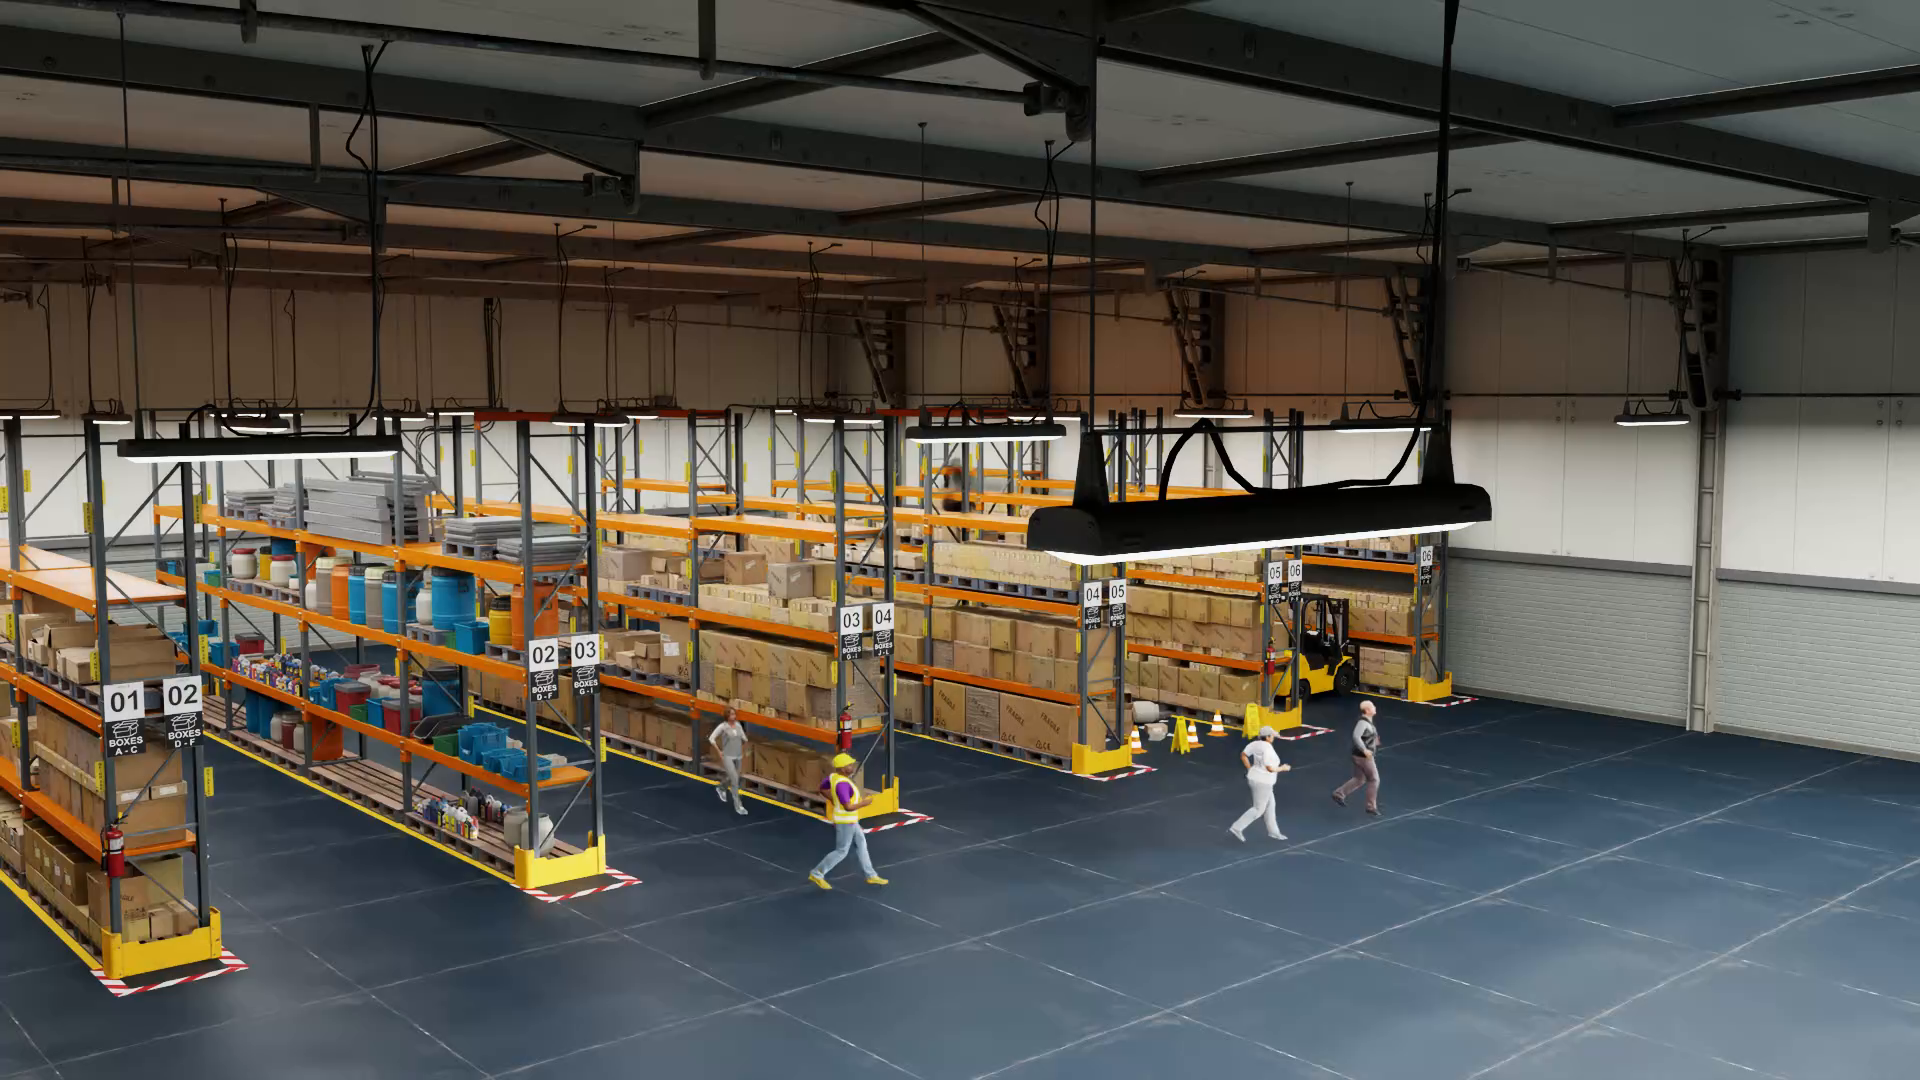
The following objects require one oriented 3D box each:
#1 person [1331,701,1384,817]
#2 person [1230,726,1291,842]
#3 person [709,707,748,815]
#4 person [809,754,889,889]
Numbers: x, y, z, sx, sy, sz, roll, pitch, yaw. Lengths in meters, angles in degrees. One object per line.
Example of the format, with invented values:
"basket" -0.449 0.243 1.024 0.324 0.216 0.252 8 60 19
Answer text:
"person" 5.990 3.288 25.012 0.774 1.774 0.675 1 5 6
"person" 4.212 3.442 23.402 0.925 1.671 0.577 -1 5 -11
"person" -3.478 3.316 25.204 0.542 1.565 0.886 -5 7 -43
"person" -1.417 3.568 21.161 1.036 1.738 0.709 -1 5 -8
